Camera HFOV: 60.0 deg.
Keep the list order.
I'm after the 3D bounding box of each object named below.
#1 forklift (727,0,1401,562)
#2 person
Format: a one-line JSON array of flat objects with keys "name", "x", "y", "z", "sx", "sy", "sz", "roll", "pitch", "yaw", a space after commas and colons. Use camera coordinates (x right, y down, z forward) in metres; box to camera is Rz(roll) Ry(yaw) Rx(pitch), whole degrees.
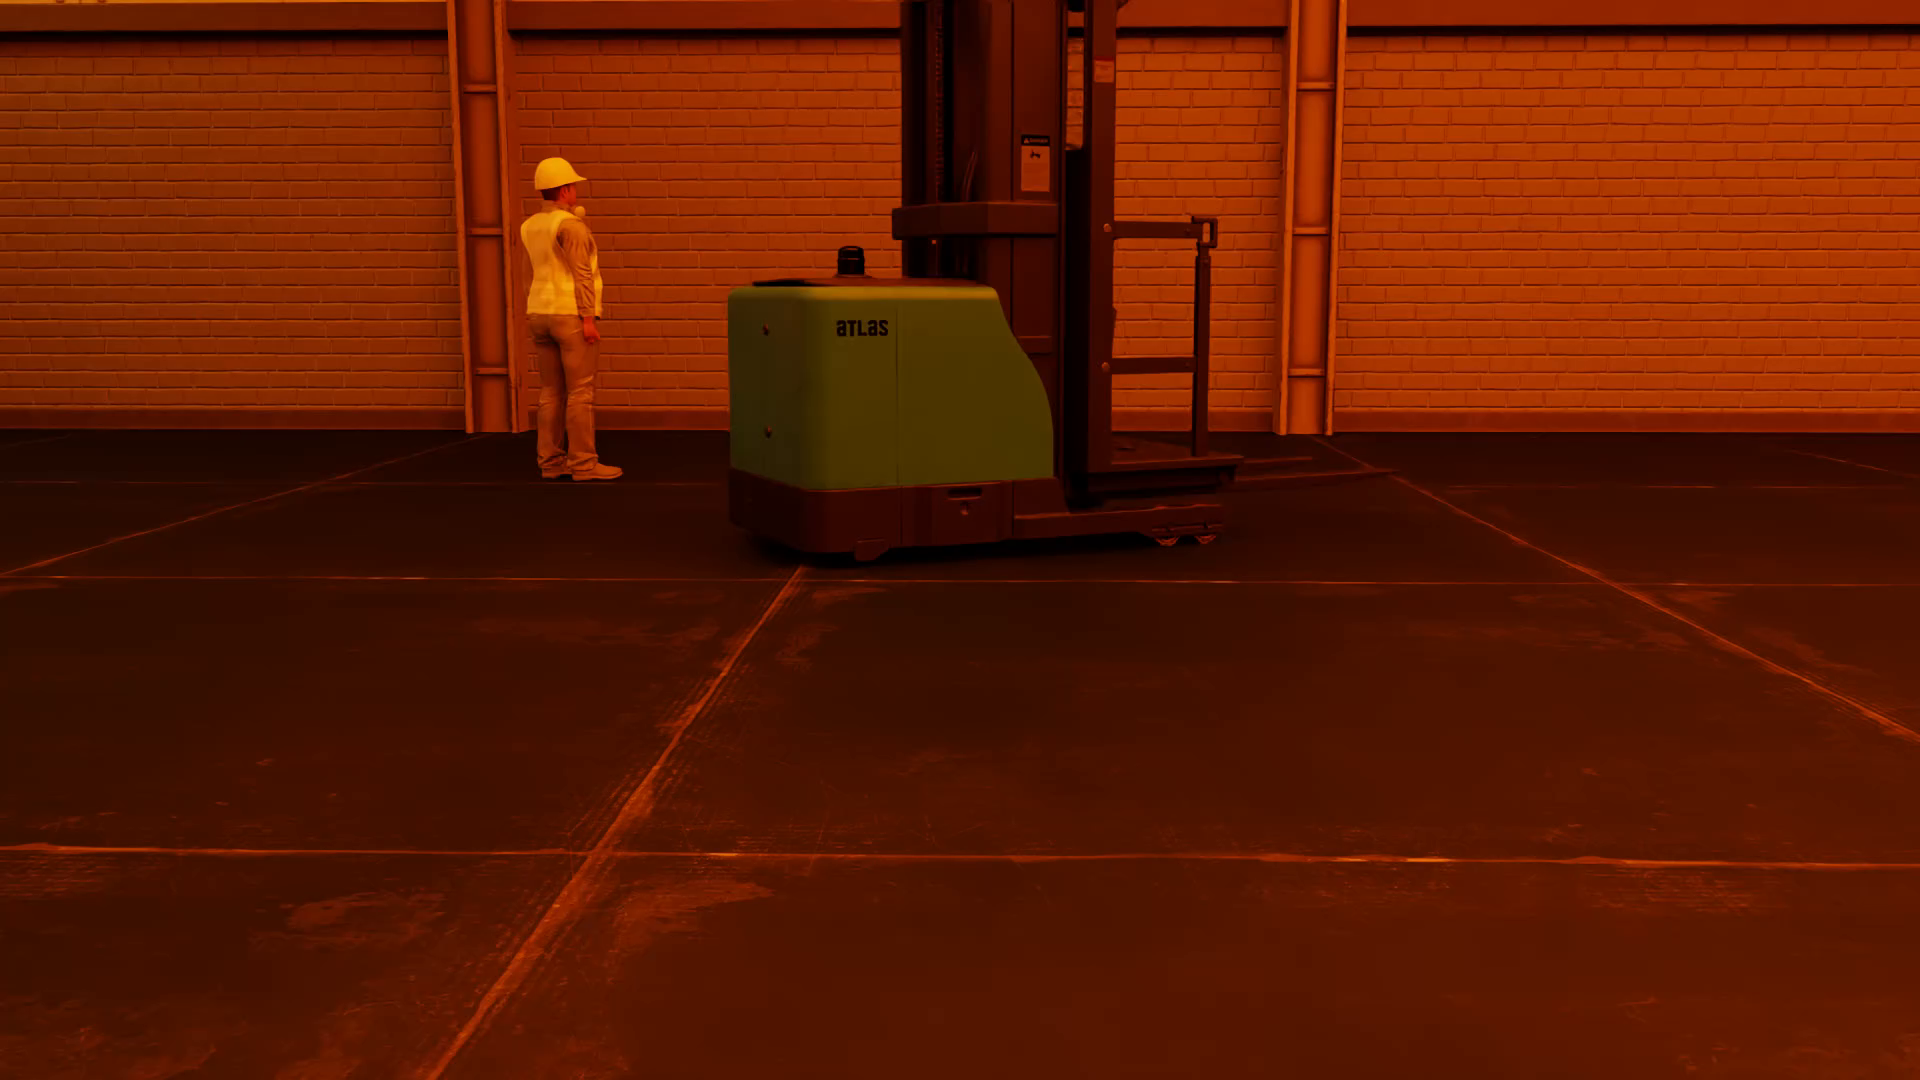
[{"name": "forklift", "x": 0.556, "y": -1.494, "z": 7.201, "sx": 3.031, "sy": 2.935, "sz": 1.130, "roll": -4, "pitch": 10, "yaw": -26}, {"name": "person", "x": -2.201, "y": -1.228, "z": 9.300, "sx": 0.526, "sy": 1.777, "sz": 0.368, "roll": 6, "pitch": 11, "yaw": 37}]
